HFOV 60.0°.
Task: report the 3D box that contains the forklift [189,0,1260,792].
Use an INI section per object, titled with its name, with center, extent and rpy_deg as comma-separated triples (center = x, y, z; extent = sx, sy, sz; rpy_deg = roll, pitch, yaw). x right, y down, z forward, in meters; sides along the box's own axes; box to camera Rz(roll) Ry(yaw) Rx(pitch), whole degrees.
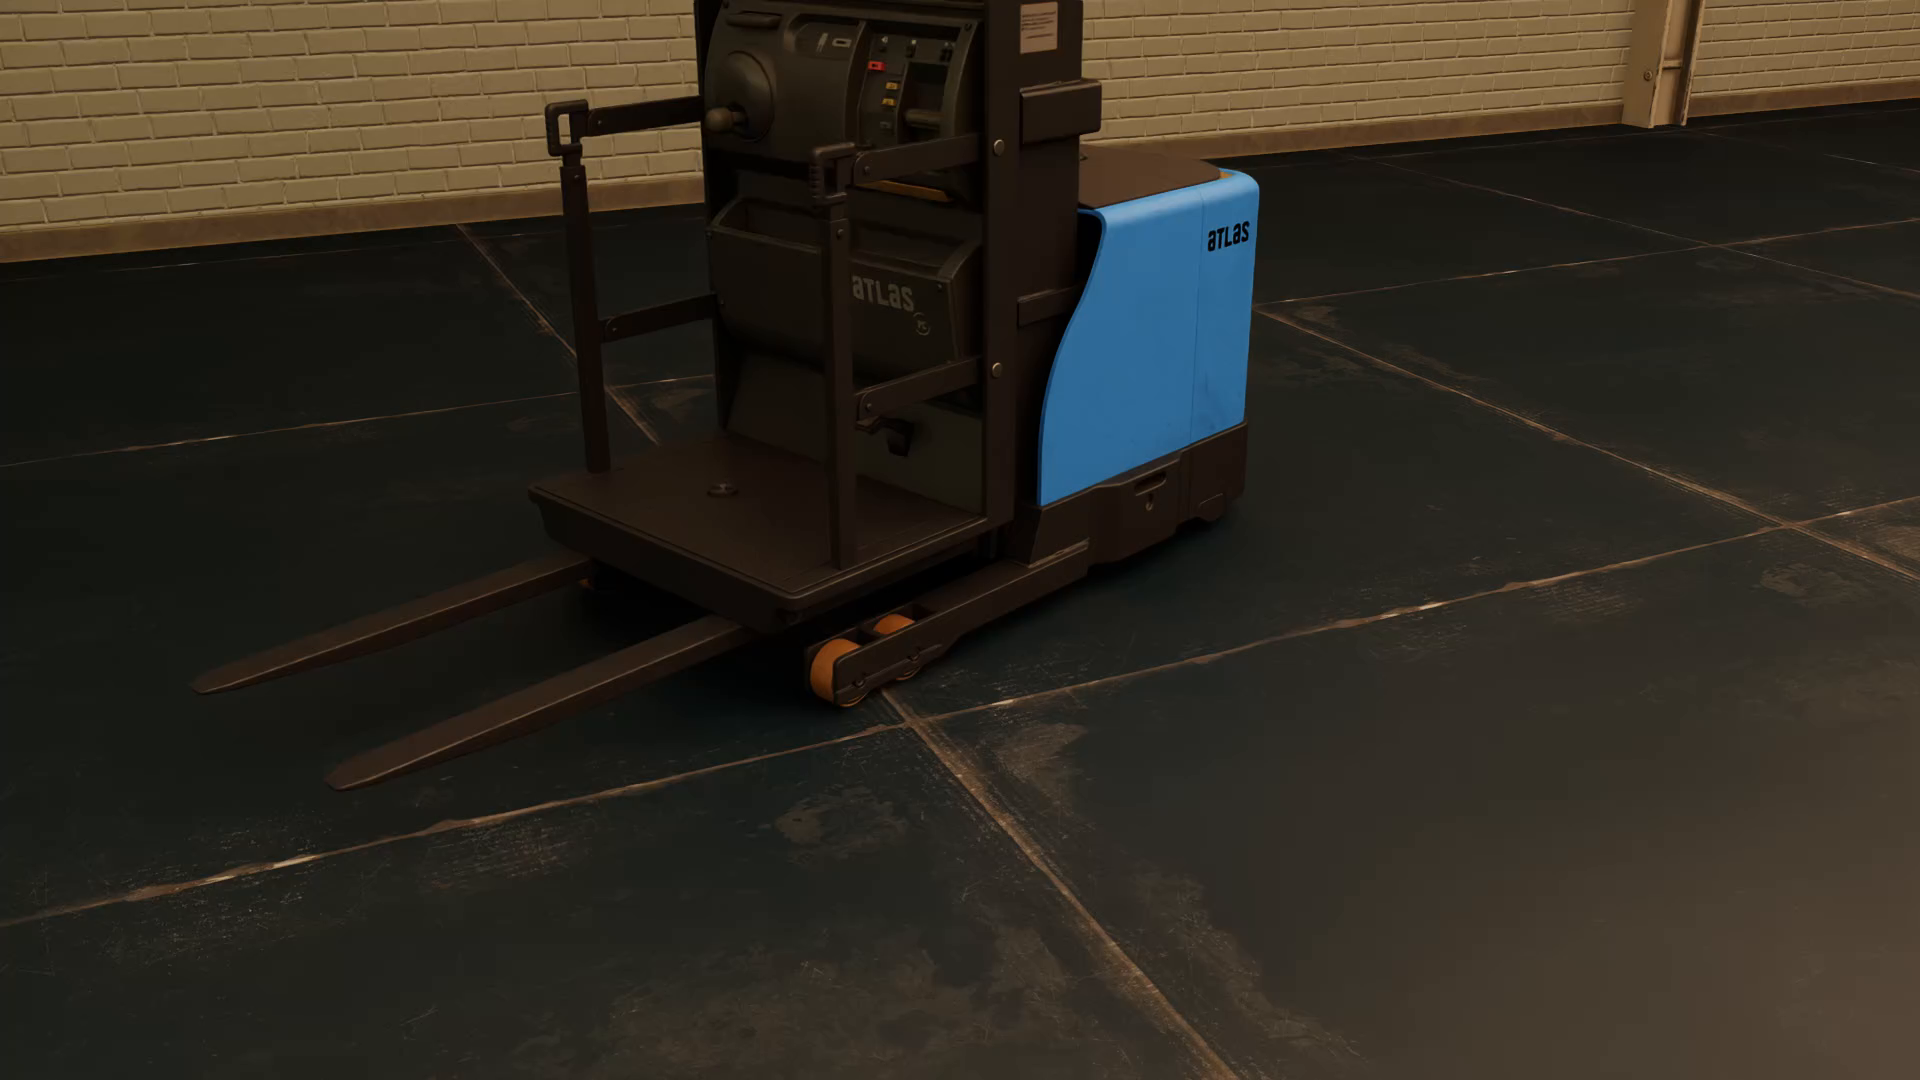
[forklift]
center = -0.464, -1.161, 4.081
extent = 1.130, 2.935, 3.031
rpy_deg = 19, 29, 39
